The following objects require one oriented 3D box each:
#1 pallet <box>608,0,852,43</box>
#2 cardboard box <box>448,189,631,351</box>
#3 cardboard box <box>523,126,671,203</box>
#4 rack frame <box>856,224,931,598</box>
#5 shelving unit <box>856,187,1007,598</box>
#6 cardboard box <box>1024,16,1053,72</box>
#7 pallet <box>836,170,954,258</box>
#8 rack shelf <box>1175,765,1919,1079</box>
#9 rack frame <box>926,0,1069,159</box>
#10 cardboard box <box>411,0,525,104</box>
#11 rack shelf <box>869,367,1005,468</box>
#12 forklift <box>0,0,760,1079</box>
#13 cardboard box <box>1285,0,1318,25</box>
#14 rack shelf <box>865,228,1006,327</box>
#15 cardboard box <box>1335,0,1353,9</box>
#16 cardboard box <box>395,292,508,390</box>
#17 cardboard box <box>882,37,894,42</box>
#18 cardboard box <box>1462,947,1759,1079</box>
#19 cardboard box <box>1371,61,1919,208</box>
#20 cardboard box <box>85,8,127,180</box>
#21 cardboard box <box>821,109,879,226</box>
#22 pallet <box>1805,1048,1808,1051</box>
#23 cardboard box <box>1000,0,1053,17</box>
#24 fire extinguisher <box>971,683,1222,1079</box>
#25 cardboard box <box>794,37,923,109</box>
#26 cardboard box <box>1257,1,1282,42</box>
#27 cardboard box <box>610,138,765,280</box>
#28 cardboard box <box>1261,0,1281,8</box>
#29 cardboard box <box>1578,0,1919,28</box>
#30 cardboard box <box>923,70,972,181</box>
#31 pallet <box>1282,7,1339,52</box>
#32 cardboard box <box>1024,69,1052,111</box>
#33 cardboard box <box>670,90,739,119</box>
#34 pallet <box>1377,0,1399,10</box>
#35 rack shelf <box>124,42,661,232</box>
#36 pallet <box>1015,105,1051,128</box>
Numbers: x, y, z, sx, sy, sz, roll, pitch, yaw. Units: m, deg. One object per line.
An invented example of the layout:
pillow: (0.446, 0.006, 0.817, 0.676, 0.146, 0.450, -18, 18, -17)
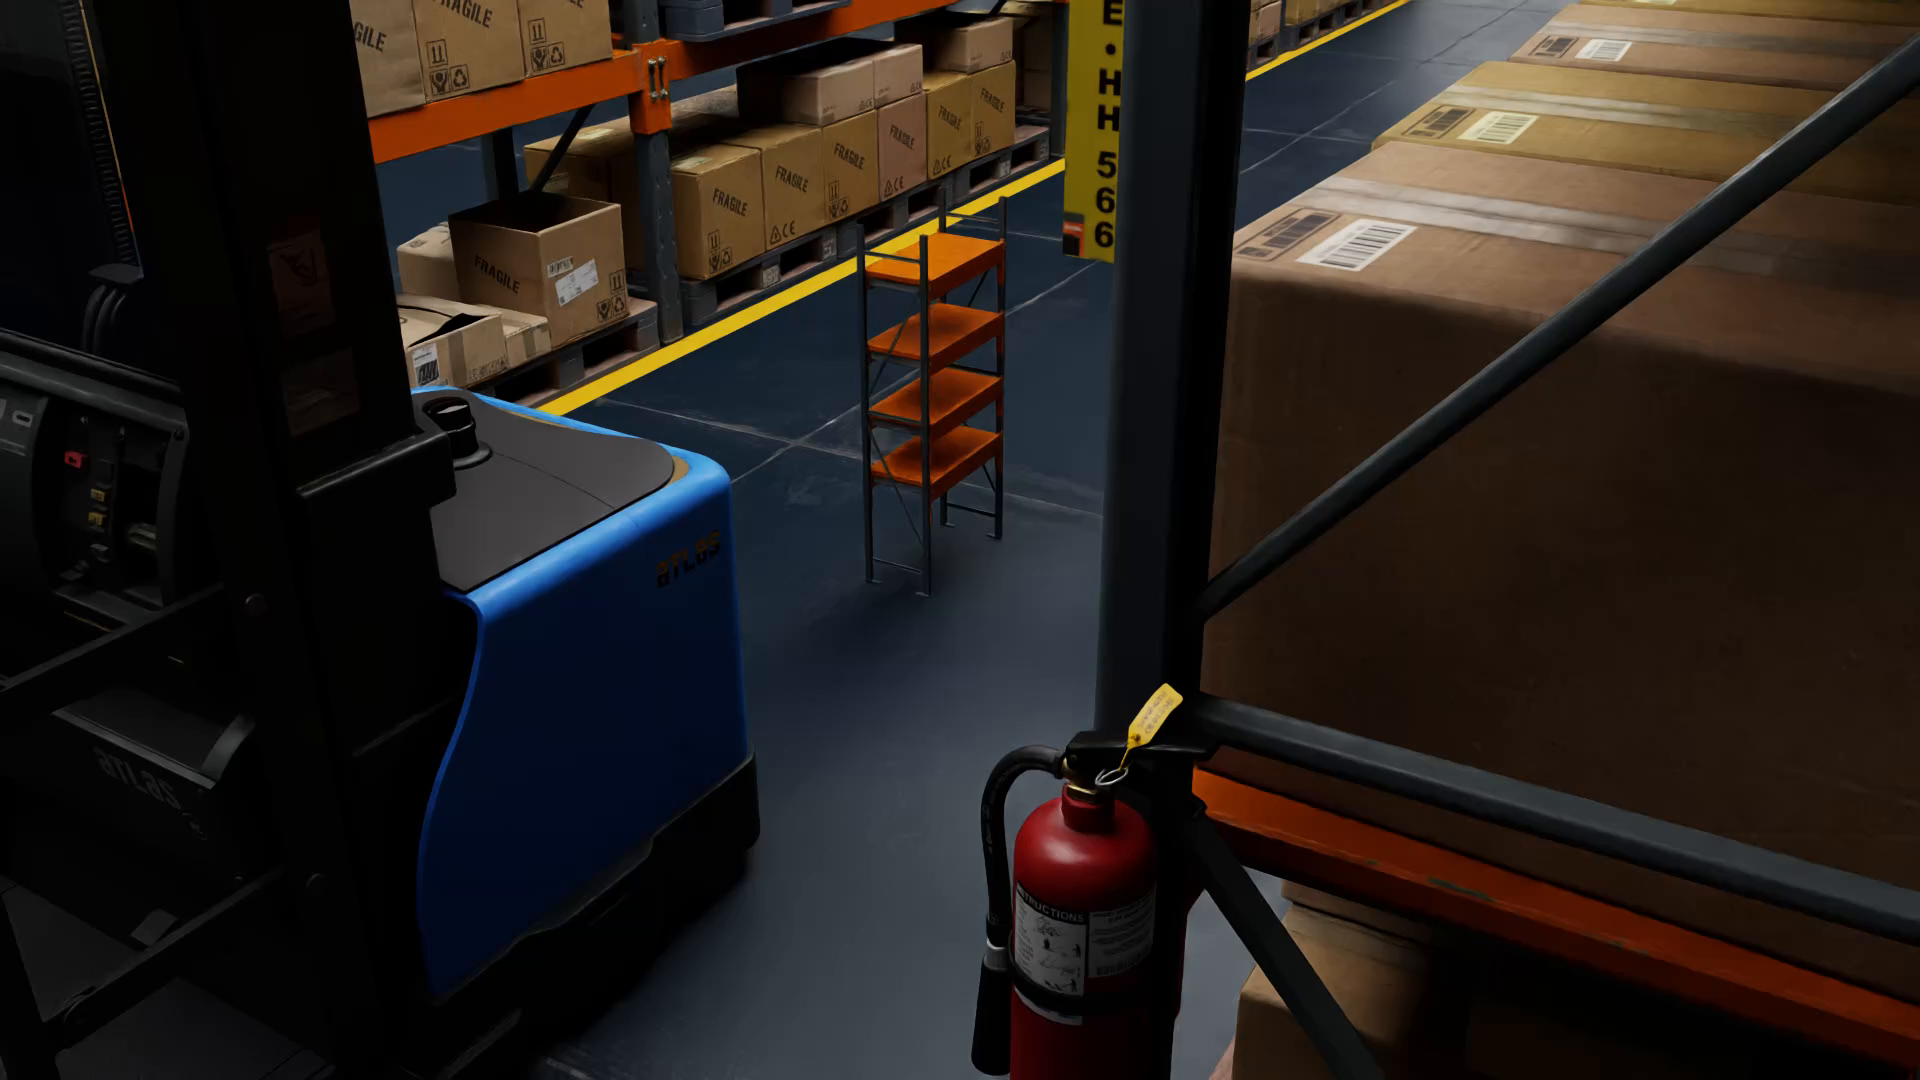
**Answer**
pallet: (-1.236, -2.551, 7.709, 1.003, 0.211, 1.213, 14, 30, 26)
cardboard box: (-1.757, -1.144, 6.984, 0.500, 0.500, 0.500, 14, 30, 26)
cardboard box: (-1.731, -1.683, 8.063, 0.500, 0.500, 0.500, 14, 30, 26)
rack frame: (-0.201, -0.377, 5.163, 0.240, 1.200, 0.015, 14, 30, 26)
shelving unit: (-0.081, -0.472, 5.353, 0.258, 1.200, 0.503, 14, 30, 26)
cardboard box: (0.757, -3.256, 10.880, 0.500, 0.311, 0.500, 15, 30, 28)
pallet: (-0.758, -1.905, 9.319, 1.003, 0.211, 1.213, 14, 30, 26)
rack shelf: (1.607, -0.159, 3.519, 1.077, 0.370, 4.000, 14, 30, 26)
rack frame: (0.244, -3.908, 10.206, 1.000, 3.000, 0.127, 14, 30, 26)
cardboard box: (-1.999, -1.941, 6.165, 0.500, 0.500, 0.500, 15, 30, 28)
rack shelf: (-0.081, -0.412, 5.383, 0.258, 0.148, 0.480, 14, 30, 26)
forklift: (-1.700, -0.081, 2.637, 1.130, 2.935, 3.031, 15, 30, 28)
cardboard box: (2.704, -4.539, 14.069, 0.500, 0.250, 0.500, 14, 30, 26)
rack shelf: (-0.081, -0.823, 5.177, 0.258, 0.148, 0.480, 14, 30, 26)
cardboard box: (3.205, -4.927, 14.843, 0.500, 0.250, 0.500, 14, 30, 26)
cardboard box: (-2.126, -0.767, 6.443, 0.500, 0.311, 0.500, 14, 30, 26)
cardboard box: (-0.229, -2.872, 10.438, 0.500, 0.500, 0.500, 16, 31, 28)
cardboard box: (0.993, 0.737, 2.525, 0.380, 0.149, 0.250, 14, 30, 26)
cardboard box: (1.213, -0.322, 2.707, 0.980, 0.700, 0.700, 14, 30, 26)
cardboard box: (-2.745, -1.347, 4.978, 0.500, 0.500, 0.500, 14, 30, 26)
cardboard box: (-0.769, -1.966, 8.628, 0.500, 0.500, 0.500, 15, 30, 27)
pallet: (1.549, 0.744, 4.029, 1.003, 0.211, 1.213, 14, 30, 26)
cardboard box: (0.537, -3.579, 11.525, 0.500, 0.311, 0.500, 14, 30, 25)
fire extinguisher: (0.147, 0.458, 1.988, 0.296, 0.674, 0.183, 14, 30, 26)
cardboard box: (-0.536, -2.484, 8.824, 0.500, 0.250, 0.500, 14, 30, 25)
cardboard box: (2.260, -4.200, 13.391, 0.500, 0.250, 0.500, 14, 30, 26)
cardboard box: (-1.274, -1.563, 7.822, 0.500, 0.500, 0.500, 13, 29, 24)
cardboard box: (2.262, -4.455, 13.275, 0.500, 0.311, 0.500, 14, 30, 26)
cardboard box: (1.946, -0.903, 3.867, 0.980, 0.700, 0.700, 13, 30, 25)
cardboard box: (-0.267, -2.369, 9.433, 0.500, 0.500, 0.500, 13, 29, 24)
pallet: (2.639, -4.521, 14.545, 1.003, 0.211, 1.213, 14, 30, 26)
cardboard box: (0.757, -3.006, 11.006, 0.500, 0.250, 0.500, 14, 30, 26)
cardboard box: (-1.233, -2.070, 8.834, 0.500, 0.500, 0.500, 15, 30, 27)
pallet: (3.840, -5.472, 16.444, 1.003, 0.211, 1.213, 14, 30, 26)
rack shelf: (-2.708, -1.248, 5.696, 1.077, 0.370, 4.000, 14, 30, 26)
pallet: (0.683, -2.973, 11.454, 1.003, 0.211, 1.213, 14, 30, 26)
